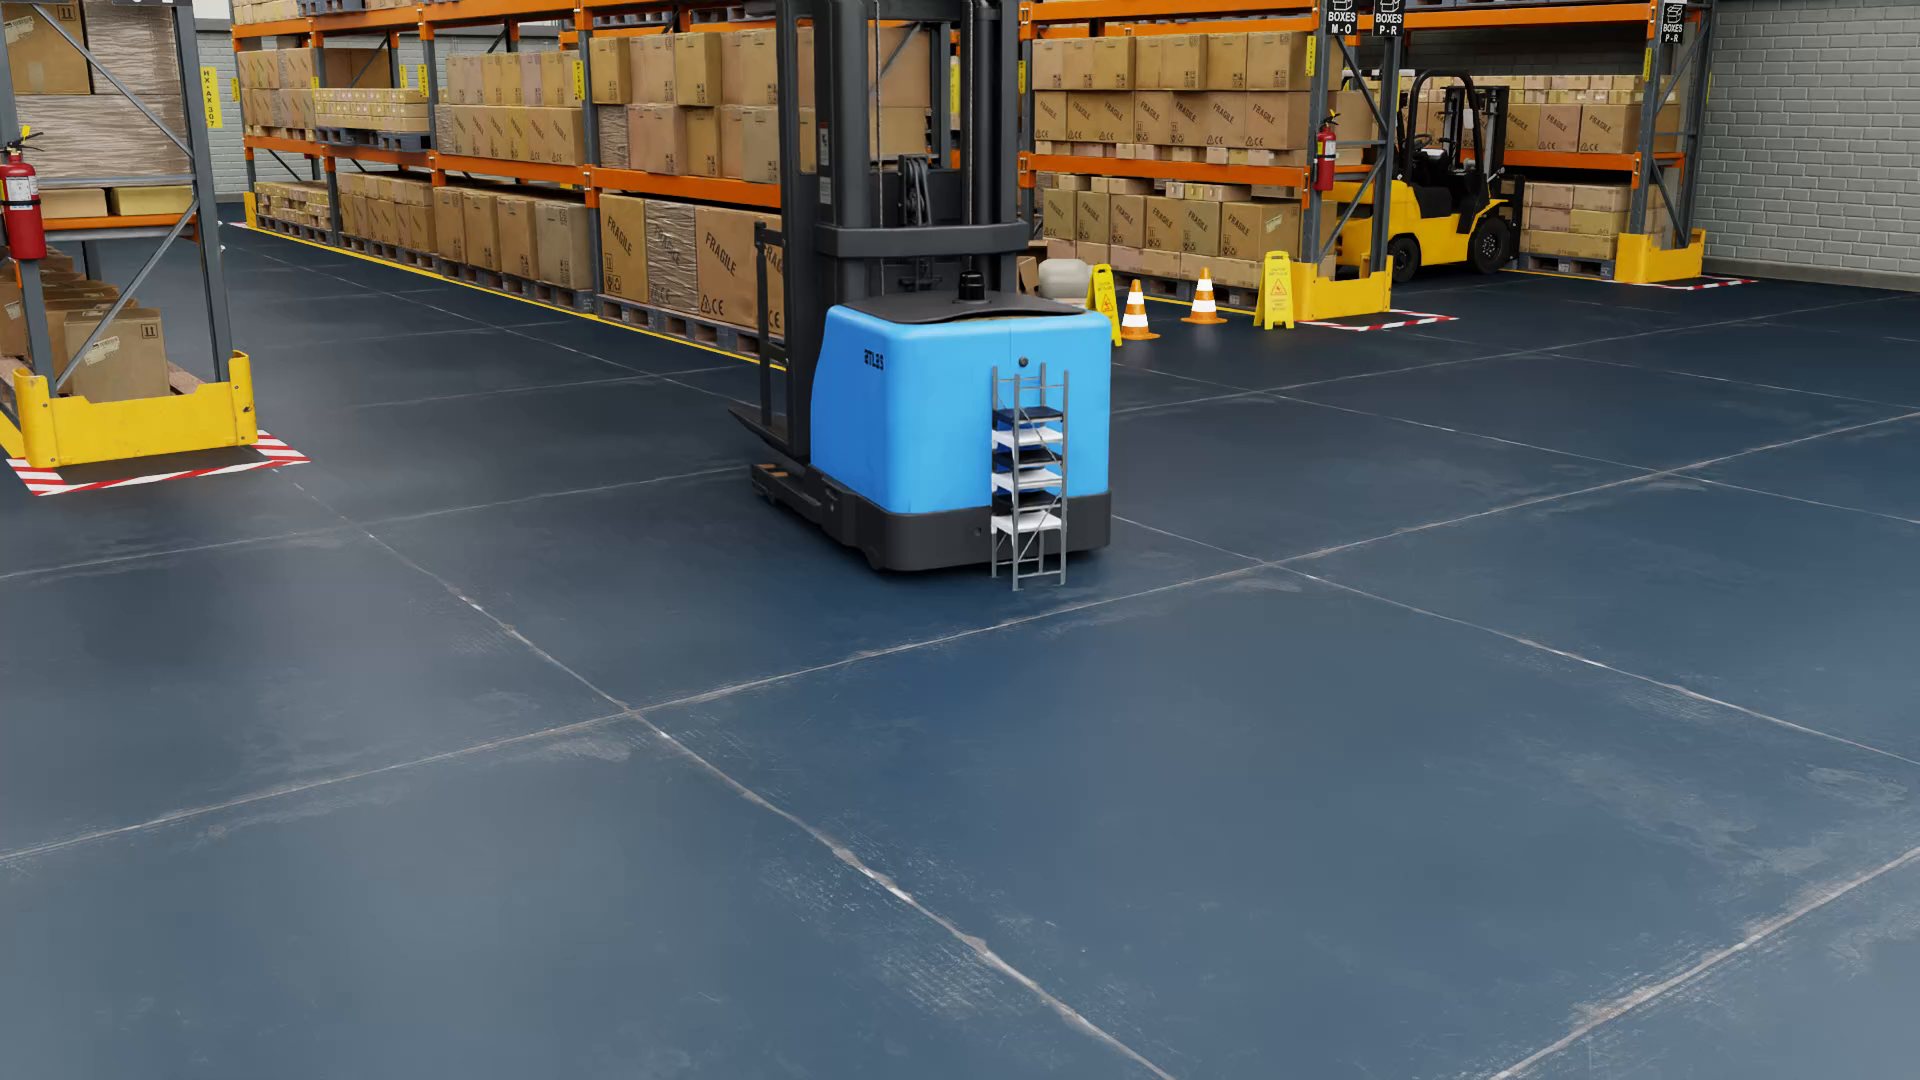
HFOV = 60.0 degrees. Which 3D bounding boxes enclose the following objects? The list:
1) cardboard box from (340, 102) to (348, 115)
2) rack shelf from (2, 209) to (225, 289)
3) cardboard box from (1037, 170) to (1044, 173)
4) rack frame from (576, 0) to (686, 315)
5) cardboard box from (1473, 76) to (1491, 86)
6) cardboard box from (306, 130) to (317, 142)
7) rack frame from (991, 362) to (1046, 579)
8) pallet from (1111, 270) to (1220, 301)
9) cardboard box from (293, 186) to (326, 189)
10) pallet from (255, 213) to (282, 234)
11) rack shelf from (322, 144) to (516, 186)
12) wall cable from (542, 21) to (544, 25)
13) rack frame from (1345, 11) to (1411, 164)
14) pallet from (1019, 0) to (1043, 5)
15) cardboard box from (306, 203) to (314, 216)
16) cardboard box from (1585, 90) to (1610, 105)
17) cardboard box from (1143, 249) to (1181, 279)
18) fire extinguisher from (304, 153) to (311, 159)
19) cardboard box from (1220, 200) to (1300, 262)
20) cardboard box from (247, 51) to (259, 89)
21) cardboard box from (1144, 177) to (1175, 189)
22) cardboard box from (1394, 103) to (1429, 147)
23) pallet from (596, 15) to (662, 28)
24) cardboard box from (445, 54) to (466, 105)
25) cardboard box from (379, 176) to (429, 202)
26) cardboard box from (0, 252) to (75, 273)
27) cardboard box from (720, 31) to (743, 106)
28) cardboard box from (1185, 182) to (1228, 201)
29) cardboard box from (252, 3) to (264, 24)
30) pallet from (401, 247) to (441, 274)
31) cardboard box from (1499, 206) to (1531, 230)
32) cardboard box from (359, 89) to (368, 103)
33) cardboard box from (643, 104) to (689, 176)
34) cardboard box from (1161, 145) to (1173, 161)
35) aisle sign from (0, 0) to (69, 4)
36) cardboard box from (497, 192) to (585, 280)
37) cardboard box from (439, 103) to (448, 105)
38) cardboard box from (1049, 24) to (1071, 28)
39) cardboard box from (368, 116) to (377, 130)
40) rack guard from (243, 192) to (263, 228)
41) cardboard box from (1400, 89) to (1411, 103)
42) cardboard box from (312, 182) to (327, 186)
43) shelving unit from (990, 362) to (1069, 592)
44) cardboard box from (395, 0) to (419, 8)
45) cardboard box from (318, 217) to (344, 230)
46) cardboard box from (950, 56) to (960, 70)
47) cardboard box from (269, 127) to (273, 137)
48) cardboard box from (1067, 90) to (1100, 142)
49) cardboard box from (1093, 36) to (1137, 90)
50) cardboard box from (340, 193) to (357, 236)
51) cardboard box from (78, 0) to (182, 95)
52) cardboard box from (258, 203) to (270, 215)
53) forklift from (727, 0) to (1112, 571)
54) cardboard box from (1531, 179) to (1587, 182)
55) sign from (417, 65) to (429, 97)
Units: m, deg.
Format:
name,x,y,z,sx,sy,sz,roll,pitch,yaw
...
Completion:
name,x,y,z,sx,sy,sz,roll,pitch,yaw
cardboard box,-7.083,-5.096,19.630,0.380,0.149,0.250,-10,18,-32
rack shelf,-5.754,-2.019,10.633,1.077,0.370,4.000,-11,19,-35
cardboard box,1.391,-5.680,25.359,0.380,0.149,0.250,-11,19,-34
rack frame,-2.859,-3.541,14.832,1.000,3.000,0.127,-11,19,-35
cardboard box,6.028,-5.180,18.837,0.380,0.149,0.250,-11,19,-34
cardboard box,-8.160,-5.191,21.336,0.380,0.149,0.250,-11,19,-36
rack frame,0.242,-0.284,6.908,0.240,0.900,0.006,-7,17,-23
pallet,2.231,-2.587,16.630,1.003,0.211,1.213,-11,19,-35
cardboard box,-8.866,-4.737,22.678,0.380,0.149,0.250,-11,19,-34
pallet,-9.421,-4.563,23.849,1.003,0.211,1.213,-11,19,-35
rack shelf,-6.387,-4.475,19.608,1.077,0.370,4.000,-11,19,-35
wall cable,-8.932,-11.074,30.991,2.355,3.000,0.029,-11,19,-35
rack frame,5.098,-5.102,20.536,1.000,3.000,0.127,-11,19,-35
pallet,0.809,-5.836,17.889,1.213,0.211,1.003,-11,19,-35
cardboard box,-8.346,-4.349,21.824,0.380,0.149,0.250,-12,19,-36
cardboard box,6.846,-4.690,17.611,0.380,0.149,0.250,-11,18,-34
cardboard box,2.134,-2.707,16.197,0.500,0.250,0.500,-12,19,-37
fire extinguisher,-9.689,-6.012,24.712,0.296,0.674,0.183,-11,19,-35
cardboard box,2.756,-2.846,15.283,0.500,0.500,0.500,-11,19,-34
cardboard box,-9.564,-6.534,23.119,0.500,0.500,0.500,-10,18,-33
cardboard box,3.102,-4.878,23.421,0.875,0.625,0.625,-10,18,-33
cardboard box,5.468,-4.907,19.632,0.500,0.500,0.500,-10,18,-34
pallet,-4.804,-7.880,25.171,1.003,0.211,1.213,-11,19,-35
cardboard box,-4.955,-4.828,17.452,0.700,0.500,0.500,-11,19,-35
cardboard box,-6.417,-4.076,19.307,0.500,0.250,0.500,-10,18,-33
cardboard box,-7.274,-1.934,12.861,0.700,0.500,0.500,-13,20,-39
cardboard box,-1.311,-3.609,12.751,0.875,0.550,0.550,-11,19,-35
cardboard box,2.340,-3.281,15.644,0.380,0.149,0.250,-10,18,-34
cardboard box,-9.238,-7.121,22.515,0.500,0.250,0.500,-12,19,-36
pallet,-5.669,-3.217,18.932,1.003,0.211,1.213,-11,19,-35
cardboard box,6.305,-3.637,18.648,0.500,0.250,0.500,-11,19,-36
cardboard box,-6.628,-5.074,18.985,0.380,0.149,0.250,-10,18,-32
cardboard box,-2.068,-3.289,13.627,0.875,0.550,0.550,-11,19,-35
cardboard box,2.162,-3.732,16.005,0.380,0.149,0.250,-11,19,-35
aisle sign,-4.785,-3.133,8.416,0.394,0.787,0.004,-11,19,-35
cardboard box,-3.861,-2.984,16.262,1.050,0.750,0.750,-11,19,-35
cardboard box,-5.653,-4.869,18.799,0.380,0.149,0.250,-12,19,-36
cardboard box,1.658,-7.617,24.326,0.500,0.250,0.500,-11,19,-35
cardboard box,-6.472,-4.730,18.856,0.380,0.149,0.250,-12,19,-37
rack guard,-9.870,-4.882,24.465,1.175,0.500,0.348,-11,19,-35
cardboard box,5.402,-5.248,19.651,0.380,0.149,0.250,-11,19,-35
cardboard box,-9.042,-5.046,23.809,0.380,0.149,0.250,-11,19,-36
shelving unit,0.284,-0.259,6.818,0.258,0.900,0.210,-7,17,-23
cardboard box,-5.752,-5.973,17.845,0.500,0.500,0.500,-11,19,-35
cardboard box,-8.069,-4.108,21.507,0.380,0.149,0.250,-11,19,-34
cardboard box,0.036,-5.302,18.488,0.380,0.149,0.250,-12,19,-37
cardboard box,-9.428,-5.715,23.249,0.380,0.149,0.250,-10,18,-32
cardboard box,1.433,-4.282,16.786,0.500,0.500,0.500,-11,19,-35
cardboard box,1.725,-4.654,16.250,0.700,0.500,0.500,-11,19,-36
cardboard box,-7.343,-4.047,20.621,0.500,0.500,0.500,-10,18,-32
cardboard box,-4.681,-2.772,9.377,0.500,0.500,0.500,-11,19,-35
cardboard box,-9.865,-4.770,23.925,0.380,0.149,0.250,-10,18,-33
forklift,-0.405,-1.628,7.971,1.130,2.935,3.031,-7,17,-23
cardboard box,6.739,-3.953,18.857,0.500,0.250,0.500,-11,19,-35
sign,-5.644,-4.829,17.496,0.100,0.325,0.005,-11,19,-35
